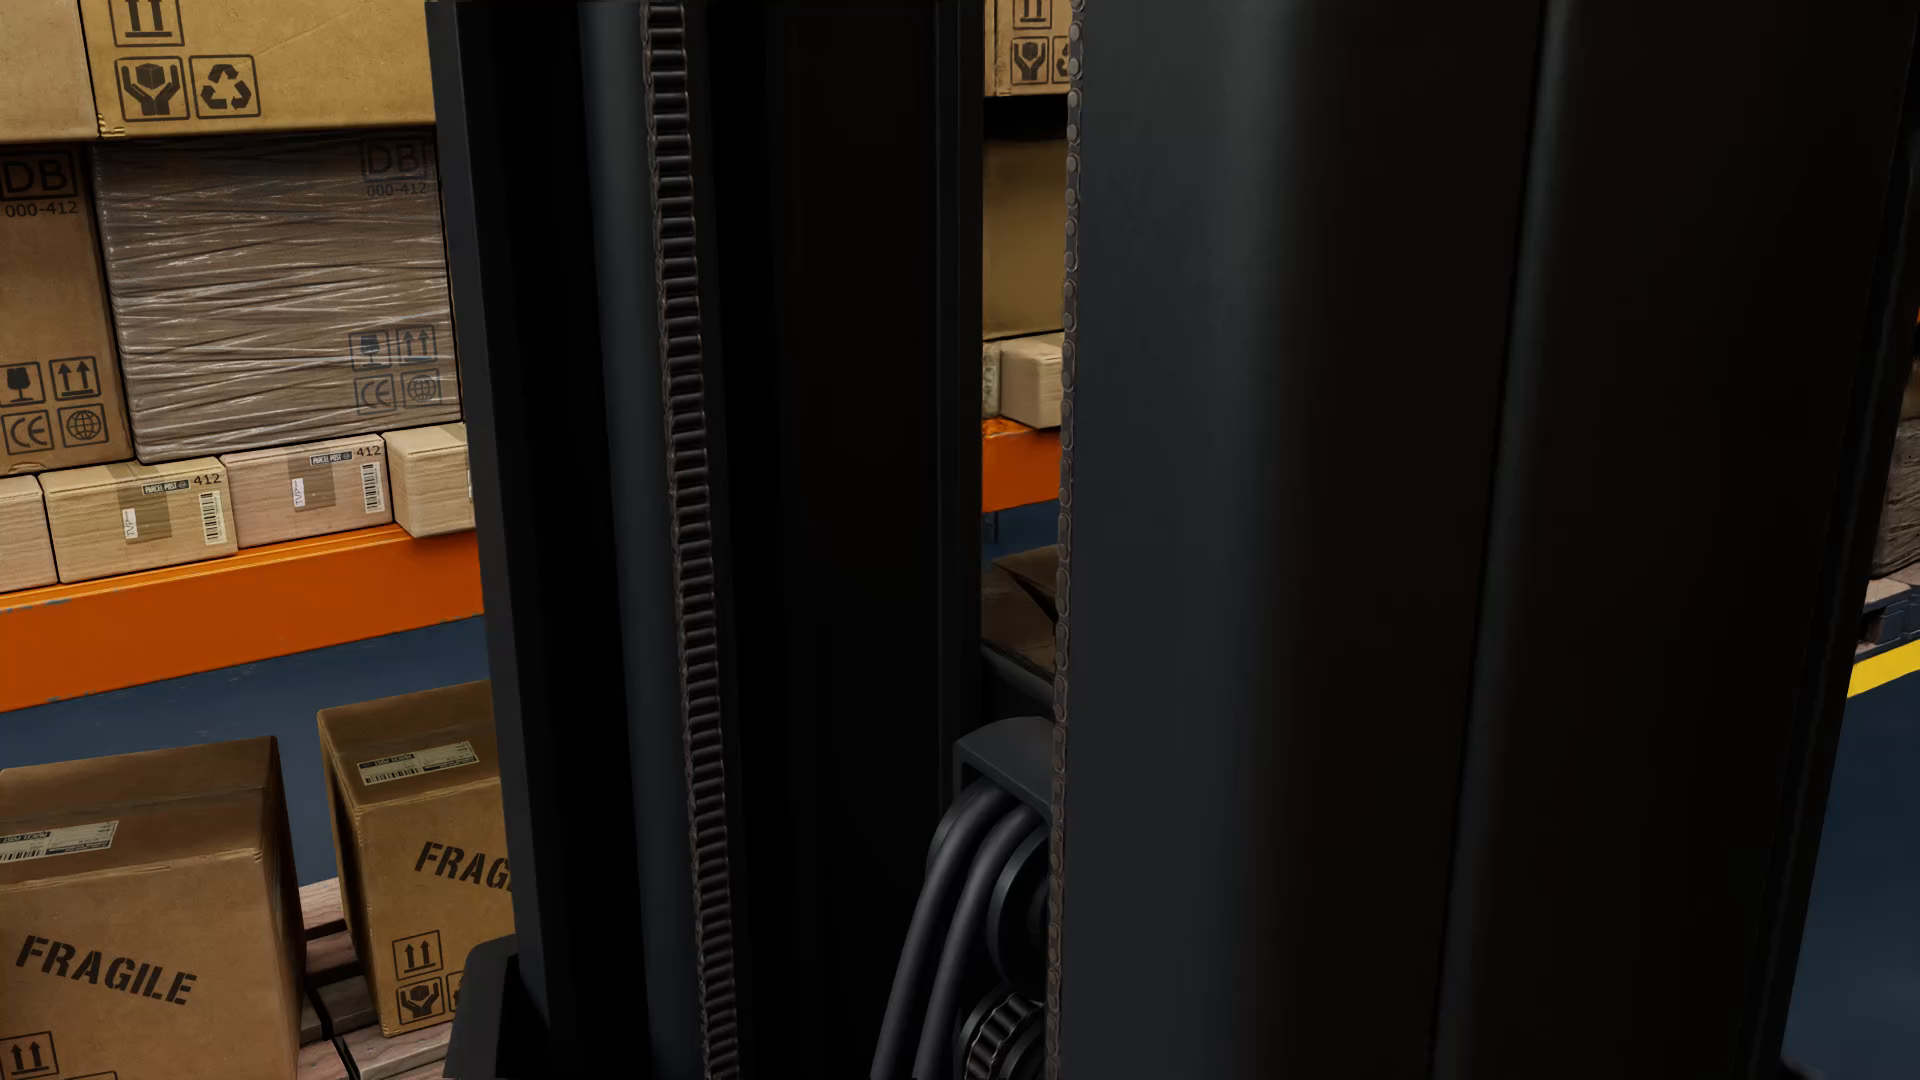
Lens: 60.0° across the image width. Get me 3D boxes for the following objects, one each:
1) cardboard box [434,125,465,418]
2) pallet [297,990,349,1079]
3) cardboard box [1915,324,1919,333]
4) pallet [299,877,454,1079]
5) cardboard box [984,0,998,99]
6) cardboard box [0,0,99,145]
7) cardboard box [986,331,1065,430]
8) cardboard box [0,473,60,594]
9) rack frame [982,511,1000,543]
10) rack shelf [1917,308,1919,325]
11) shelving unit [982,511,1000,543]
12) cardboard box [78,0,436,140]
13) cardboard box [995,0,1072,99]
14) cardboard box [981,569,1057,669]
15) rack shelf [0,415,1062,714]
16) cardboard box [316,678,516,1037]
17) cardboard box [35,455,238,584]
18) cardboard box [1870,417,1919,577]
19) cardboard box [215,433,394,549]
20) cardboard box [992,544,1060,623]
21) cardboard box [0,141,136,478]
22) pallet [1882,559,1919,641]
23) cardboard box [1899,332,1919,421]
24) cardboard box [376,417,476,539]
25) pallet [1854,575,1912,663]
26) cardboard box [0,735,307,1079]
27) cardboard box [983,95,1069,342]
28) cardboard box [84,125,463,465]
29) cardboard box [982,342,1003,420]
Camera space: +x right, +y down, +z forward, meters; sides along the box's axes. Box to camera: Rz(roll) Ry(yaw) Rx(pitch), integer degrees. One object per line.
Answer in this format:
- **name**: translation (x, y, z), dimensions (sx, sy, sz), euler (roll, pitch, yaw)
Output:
- **cardboard box**: translation (-0.864, -0.595, 3.201), dimensions (0.500, 0.500, 0.875), euler (-12, 22, -31)
- **pallet**: translation (-1.794, 1.138, 3.048), dimensions (1.213, 0.211, 1.003), euler (-12, 22, -31)
- **cardboard box**: translation (3.583, -0.698, 6.171), dimensions (0.500, 0.250, 0.500), euler (-11, 22, -29)
- **pallet**: translation (-0.776, 0.925, 3.680), dimensions (1.213, 0.211, 1.003), euler (-12, 22, -31)
- **cardboard box**: translation (-0.274, -1.073, 3.053), dimensions (0.500, 0.500, 0.500), euler (-12, 22, -31)
- **cardboard box**: translation (-1.524, -0.808, 2.268), dimensions (0.500, 0.500, 0.500), euler (-12, 22, -31)
- **cardboard box**: translation (0.164, -0.361, 3.522), dimensions (0.250, 0.149, 0.380), euler (-12, 22, -31)
- **cardboard box**: translation (-1.552, -0.031, 2.547), dimensions (0.250, 0.149, 0.380), euler (-12, 22, -31)
- **rack frame**: translation (0.092, -0.446, 6.658), dimensions (0.006, 0.900, 0.240), euler (-12, 22, -31)
- **rack shelf**: translation (2.456, -0.752, 5.408), dimensions (4.000, 0.370, 1.077), euler (-12, 22, -31)
- **shelving unit**: translation (0.007, -0.428, 6.605), dimensions (0.210, 0.900, 0.258), euler (-12, 22, -31)
- **cardboard box**: translation (-1.108, -0.896, 2.530), dimensions (0.500, 0.500, 0.500), euler (-12, 22, -31)
- **cardboard box**: translation (0.144, -1.161, 3.313), dimensions (0.500, 0.500, 0.500), euler (-12, 22, -31)
- **cardboard box**: translation (-0.045, 0.408, 4.102), dimensions (0.500, 0.500, 0.500), euler (-5, 19, -14)
- **rack shelf**: translation (-0.885, -0.047, 3.324), dimensions (4.000, 0.370, 1.077), euler (-12, 22, -31)
- **cardboard box**: translation (-1.011, 0.624, 3.461), dimensions (0.500, 0.500, 0.500), euler (-10, 21, -26)
- **cardboard box**: translation (-1.340, -0.074, 2.671), dimensions (0.250, 0.149, 0.380), euler (-12, 22, -31)
- **cardboard box**: translation (3.121, -0.244, 6.000), dimensions (0.500, 0.500, 0.700), euler (-14, 23, -36)
- **cardboard box**: translation (-1.146, -0.125, 2.823), dimensions (0.250, 0.149, 0.380), euler (-12, 22, -31)
- **cardboard box**: translation (0.429, 0.305, 4.407), dimensions (0.500, 0.500, 0.500), euler (-13, 22, -33)
- **cardboard box**: translation (-1.729, -0.434, 2.723), dimensions (0.500, 0.500, 0.875), euler (-12, 22, -31)
- **pallet**: translation (3.473, 0.014, 6.375), dimensions (1.213, 0.211, 1.003), euler (-12, 22, -31)
- **cardboard box**: translation (3.146, -0.602, 5.887), dimensions (0.500, 0.250, 0.500), euler (-9, 21, -25)
- **cardboard box**: translation (-0.880, -0.141, 2.871), dimensions (0.250, 0.149, 0.380), euler (-12, 22, -31)
- **pallet**: translation (2.455, 0.227, 5.743), dimensions (1.213, 0.211, 1.003), euler (-12, 22, -31)
- **cardboard box**: translation (-1.544, 0.730, 3.150), dimensions (0.500, 0.500, 0.500), euler (-6, 20, -17)
- **cardboard box**: translation (-0.061, -0.787, 3.769), dimensions (0.500, 0.500, 0.875), euler (-12, 22, -31)
- **cardboard box**: translation (-1.288, -0.510, 2.949), dimensions (0.500, 0.500, 0.875), euler (-12, 22, -31)
- **cardboard box**: translation (-0.117, -0.353, 3.496), dimensions (0.250, 0.149, 0.380), euler (-12, 22, -31)
